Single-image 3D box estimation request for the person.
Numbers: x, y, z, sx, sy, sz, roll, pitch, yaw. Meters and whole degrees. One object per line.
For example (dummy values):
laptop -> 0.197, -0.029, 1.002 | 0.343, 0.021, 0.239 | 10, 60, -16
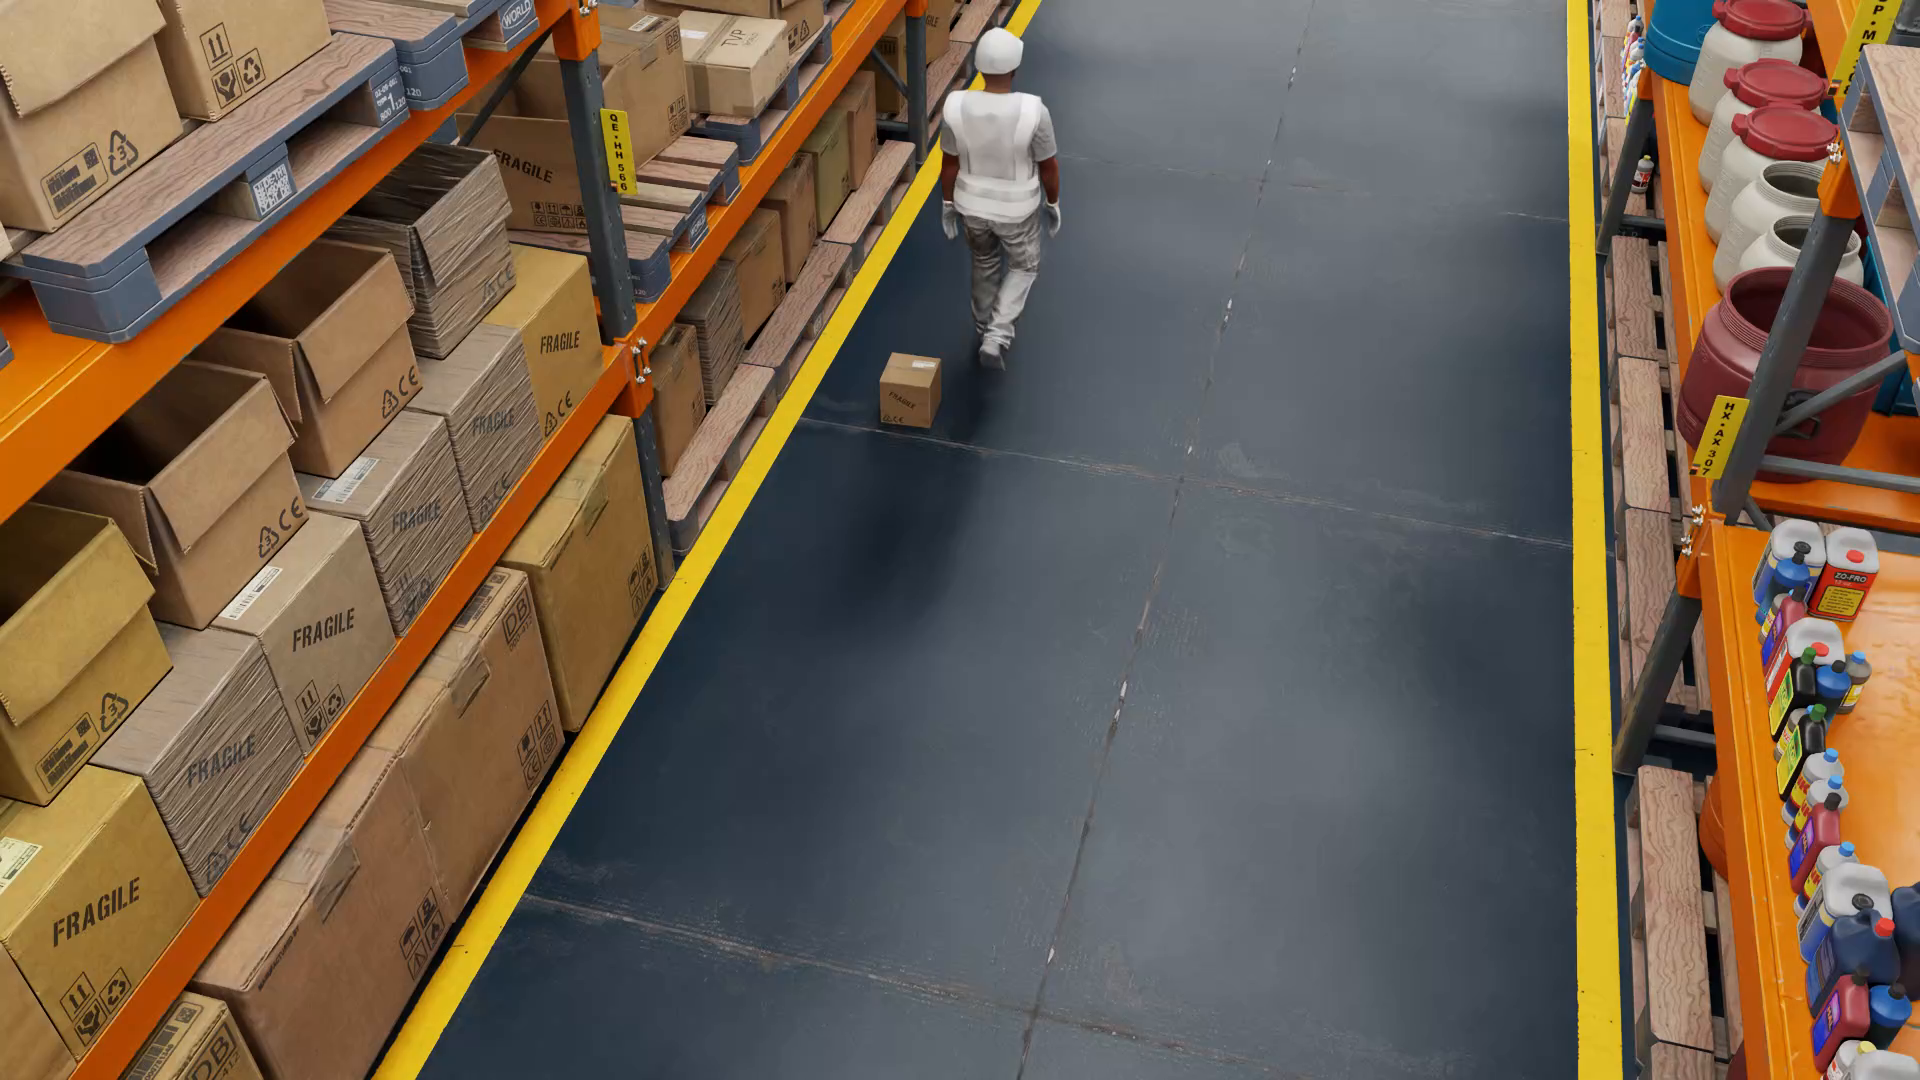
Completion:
person -> 0.191, -1.600, 7.985 | 0.574, 1.764, 0.773 | 10, 42, 12
